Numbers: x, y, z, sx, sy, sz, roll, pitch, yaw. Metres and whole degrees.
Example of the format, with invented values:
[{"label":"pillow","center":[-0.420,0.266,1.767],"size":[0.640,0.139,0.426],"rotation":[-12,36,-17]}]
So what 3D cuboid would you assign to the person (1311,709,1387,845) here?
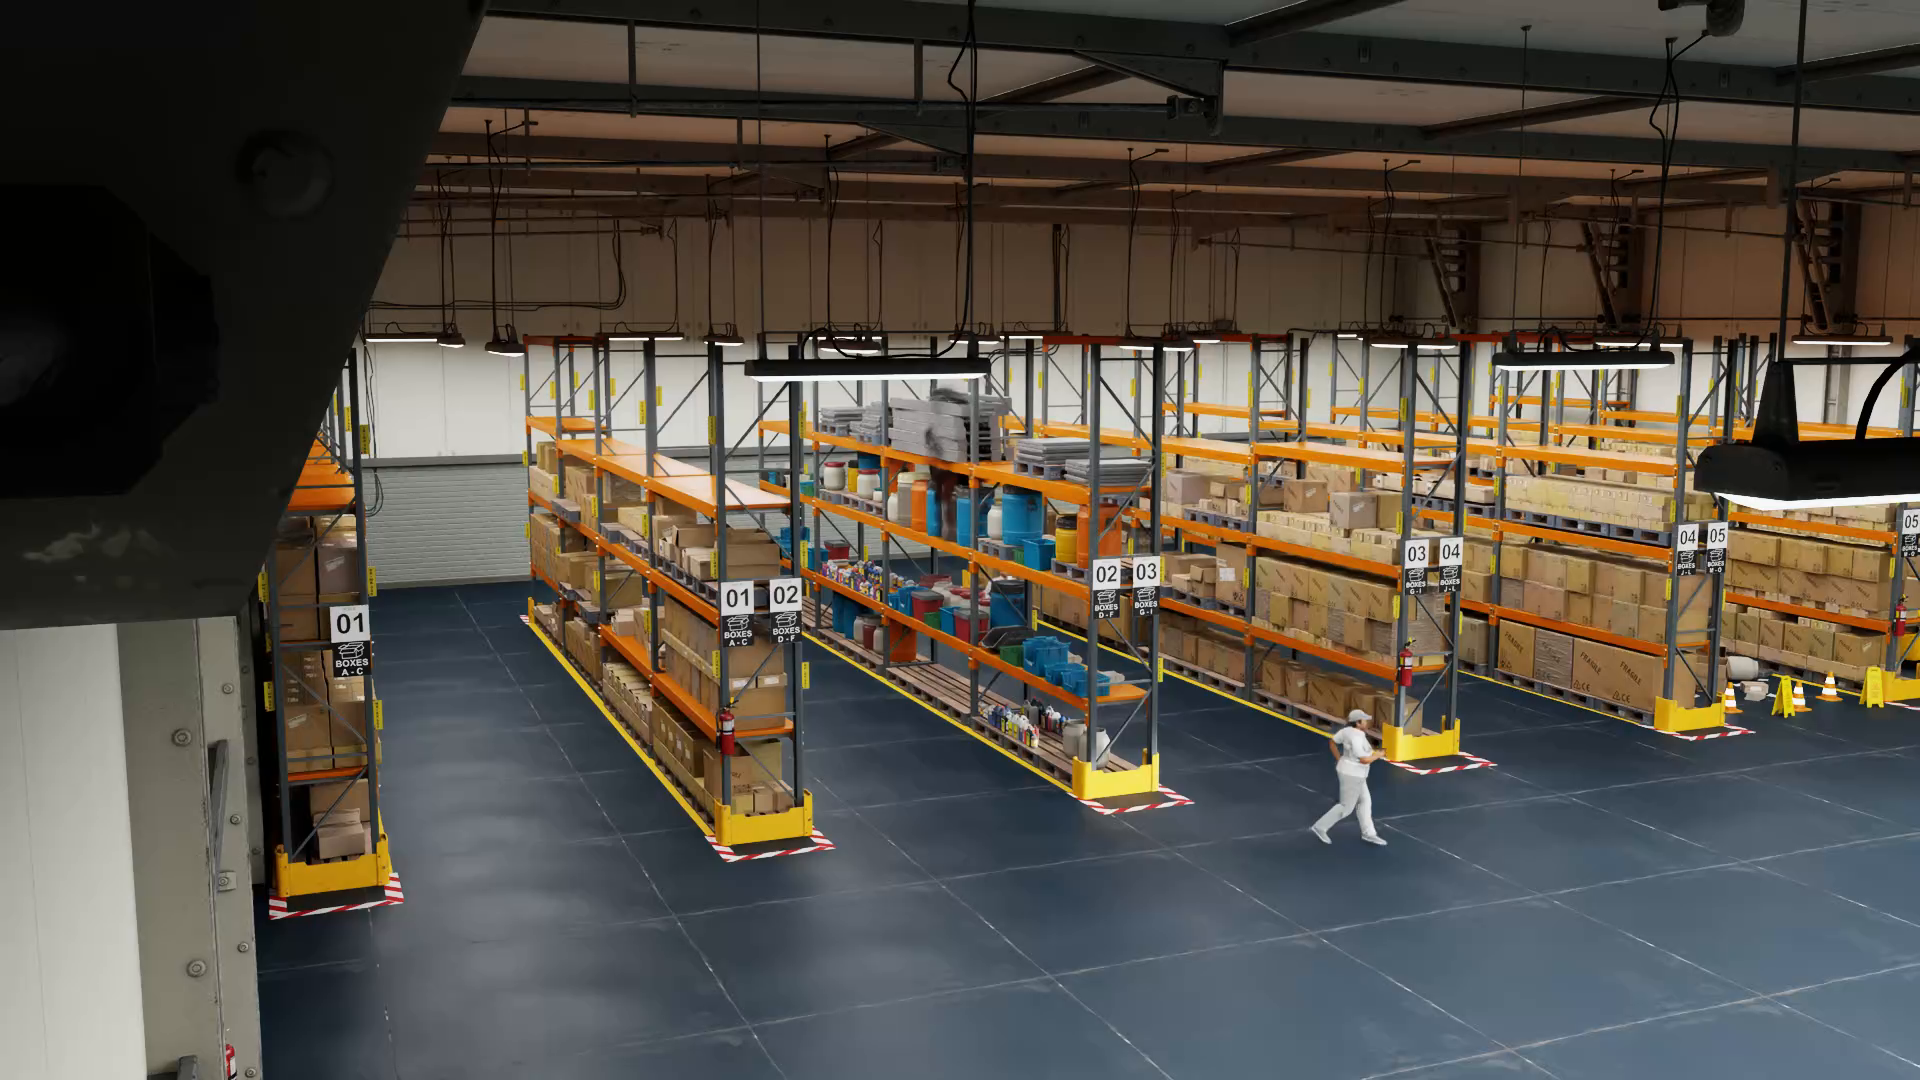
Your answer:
[{"label":"person","center":[4.678,2.846,19.917],"size":[0.933,1.669,0.598],"rotation":[0,8,1]}]

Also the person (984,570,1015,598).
[{"label":"person","center":[0.806,1.233,30.893],"size":[0.712,1.607,0.803],"rotation":[-4,9,-29]}]
